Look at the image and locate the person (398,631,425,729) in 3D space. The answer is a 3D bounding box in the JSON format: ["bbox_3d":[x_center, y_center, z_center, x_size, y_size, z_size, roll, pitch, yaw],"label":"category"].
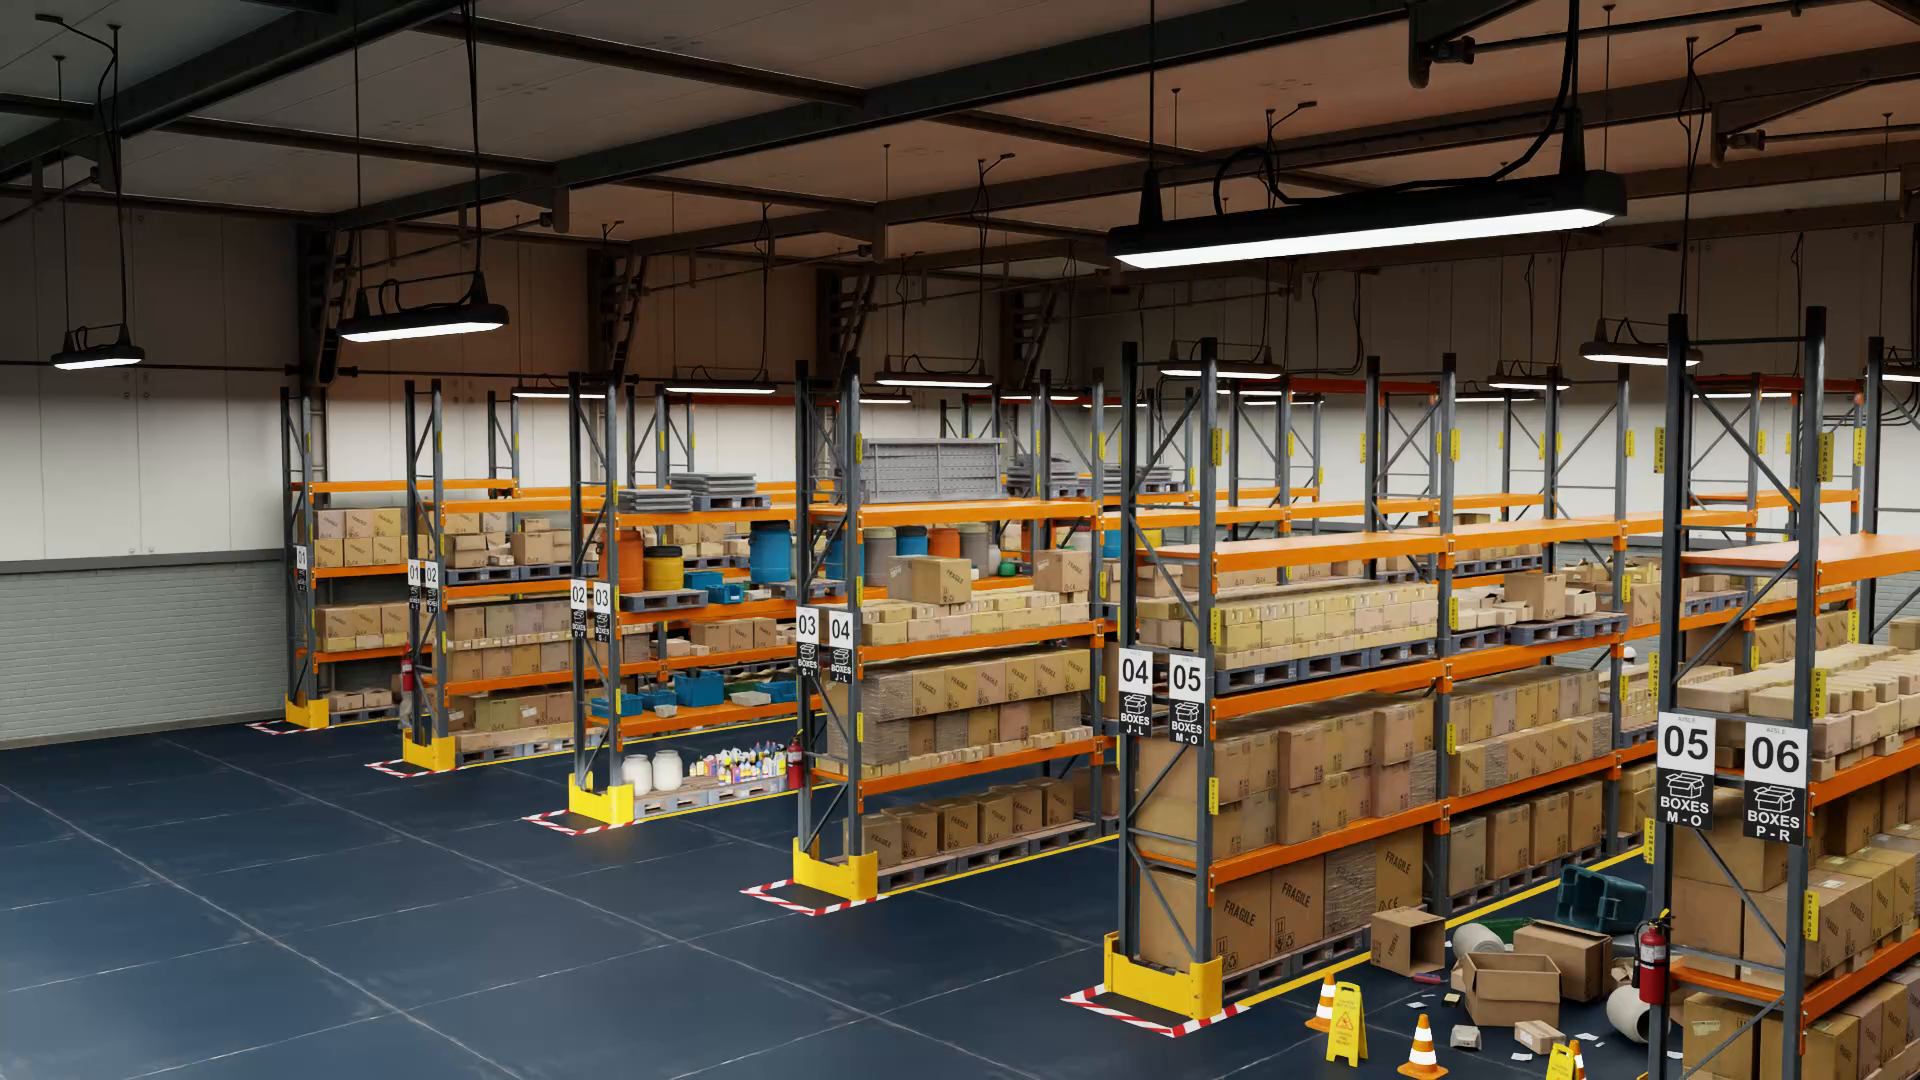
[{"bbox_3d":[-9.624,2.440,29.068,0.479,1.714,0.586,-2,4,-31],"label":"person"}]

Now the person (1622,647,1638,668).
[{"bbox_3d":[10.631,2.591,26.515,0.525,1.773,0.575,-2,4,-30],"label":"person"}]
